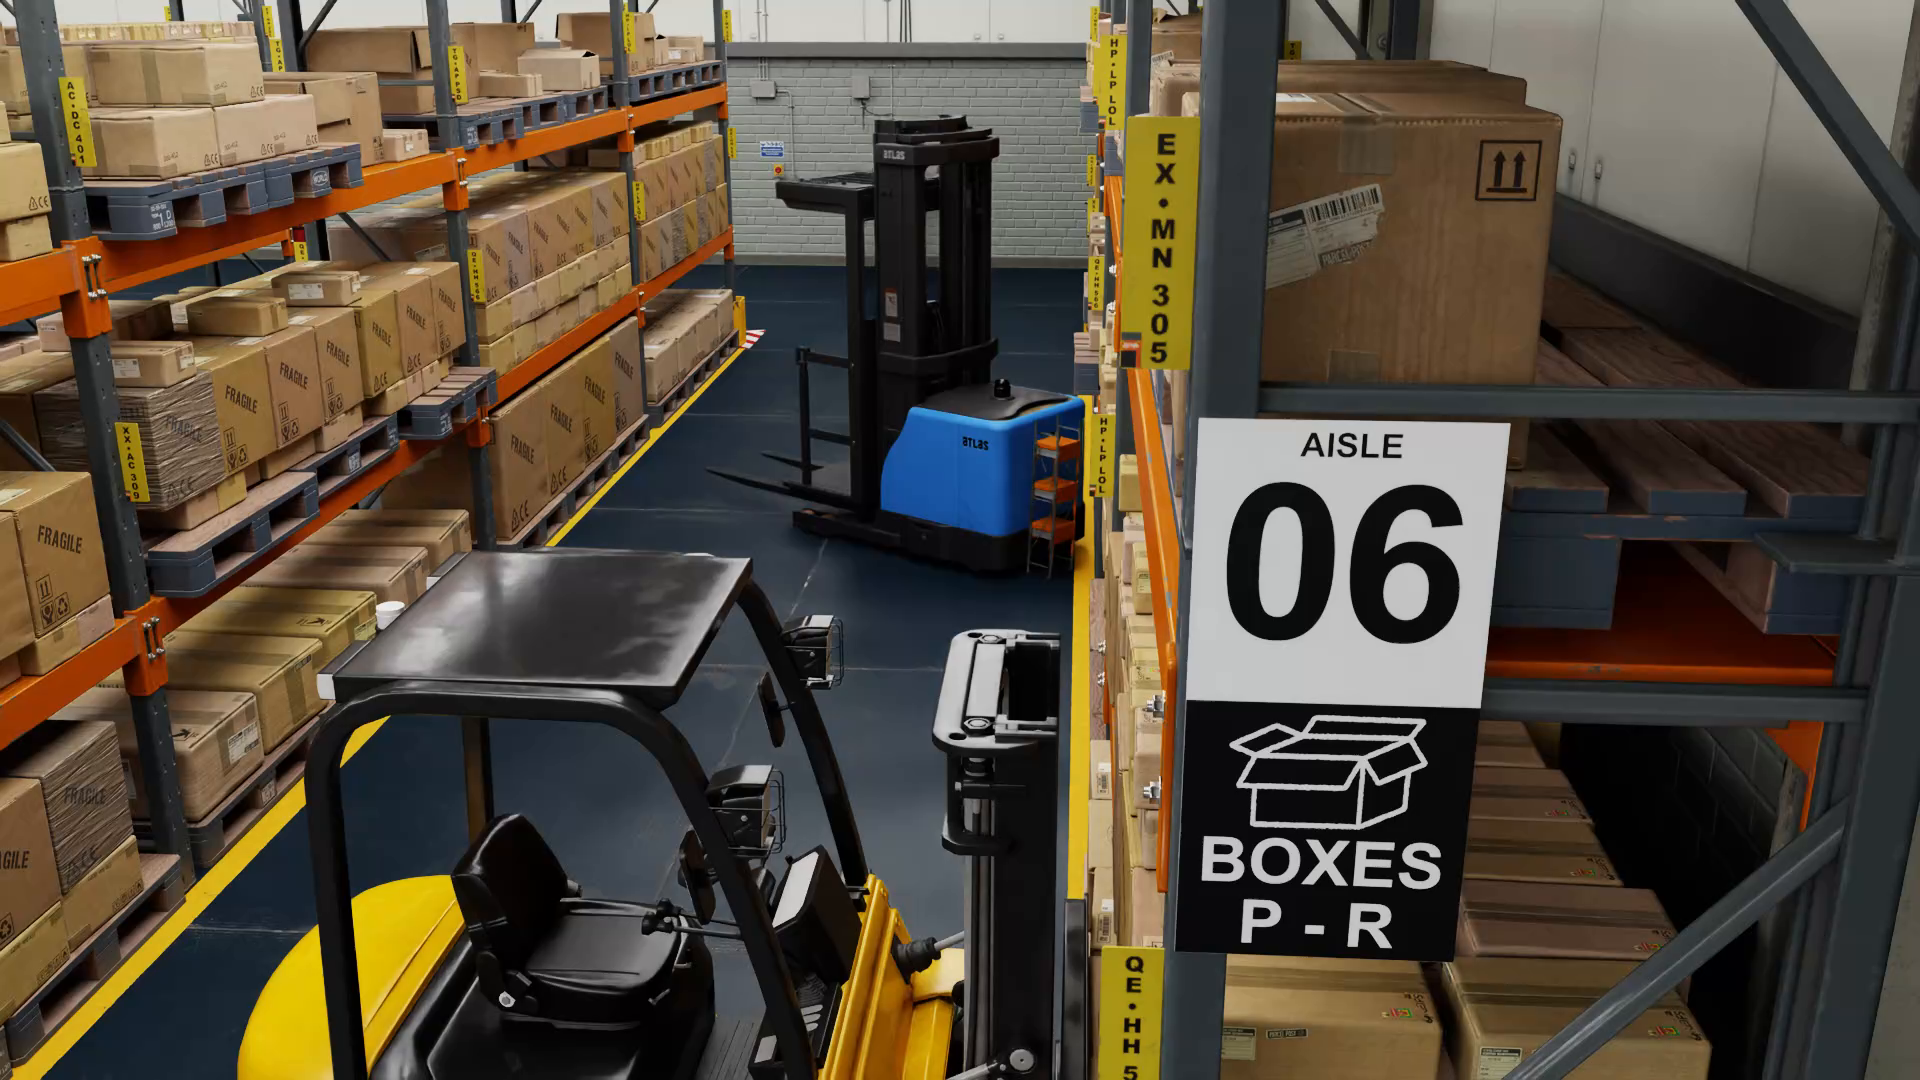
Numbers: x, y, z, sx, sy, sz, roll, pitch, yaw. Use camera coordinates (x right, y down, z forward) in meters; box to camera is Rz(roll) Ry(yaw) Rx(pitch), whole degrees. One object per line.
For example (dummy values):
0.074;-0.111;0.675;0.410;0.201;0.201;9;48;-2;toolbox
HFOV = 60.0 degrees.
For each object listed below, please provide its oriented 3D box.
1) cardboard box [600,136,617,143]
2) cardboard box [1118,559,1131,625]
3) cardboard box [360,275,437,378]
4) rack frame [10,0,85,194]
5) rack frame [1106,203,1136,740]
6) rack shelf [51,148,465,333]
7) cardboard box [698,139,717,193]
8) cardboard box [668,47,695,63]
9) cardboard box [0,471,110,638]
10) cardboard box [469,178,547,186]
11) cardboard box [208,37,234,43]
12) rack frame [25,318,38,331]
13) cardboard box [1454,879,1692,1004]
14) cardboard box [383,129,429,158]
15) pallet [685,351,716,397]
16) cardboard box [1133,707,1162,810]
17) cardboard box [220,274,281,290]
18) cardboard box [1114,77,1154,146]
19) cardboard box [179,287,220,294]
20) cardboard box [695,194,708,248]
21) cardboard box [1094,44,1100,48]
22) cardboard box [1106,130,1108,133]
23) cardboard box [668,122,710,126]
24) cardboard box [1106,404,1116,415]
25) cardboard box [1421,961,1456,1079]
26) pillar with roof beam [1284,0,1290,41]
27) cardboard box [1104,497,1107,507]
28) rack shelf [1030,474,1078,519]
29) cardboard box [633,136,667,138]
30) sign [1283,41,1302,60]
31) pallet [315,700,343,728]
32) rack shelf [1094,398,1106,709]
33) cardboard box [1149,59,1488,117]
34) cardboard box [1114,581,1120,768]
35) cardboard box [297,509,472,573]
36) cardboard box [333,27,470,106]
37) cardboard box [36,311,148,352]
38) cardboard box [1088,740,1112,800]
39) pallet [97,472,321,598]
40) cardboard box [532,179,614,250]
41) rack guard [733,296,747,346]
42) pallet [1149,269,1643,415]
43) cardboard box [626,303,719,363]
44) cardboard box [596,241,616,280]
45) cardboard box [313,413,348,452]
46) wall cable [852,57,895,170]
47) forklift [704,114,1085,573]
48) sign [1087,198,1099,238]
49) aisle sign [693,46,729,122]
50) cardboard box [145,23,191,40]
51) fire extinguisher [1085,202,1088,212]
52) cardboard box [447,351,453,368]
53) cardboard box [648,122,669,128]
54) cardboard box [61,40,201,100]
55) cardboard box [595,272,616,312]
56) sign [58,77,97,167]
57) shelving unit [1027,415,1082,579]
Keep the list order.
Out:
-3.429;-3.723;15.660;0.380;0.149;0.250;1;18;3;cardboard box
0.704;0.175;5.370;0.380;0.149;0.250;2;18;5;cardboard box
-3.357;-1.232;9.552;0.500;0.500;0.500;1;18;3;cardboard box
-3.862;-2.760;5.894;1.000;3.000;0.127;1;18;4;rack frame
1.089;0.201;6.494;1.000;3.000;0.127;1;18;4;rack frame
-3.719;-1.614;8.369;1.077;0.370;4.000;1;18;4;rack shelf
-2.807;-3.841;17.060;0.500;0.500;0.500;1;18;4;cardboard box
-2.894;-4.915;16.858;0.380;0.149;0.250;0;18;0;cardboard box
-3.646;0.046;6.328;0.500;0.500;0.500;1;18;3;cardboard box
-3.616;-2.627;13.358;0.500;0.500;0.500;1;18;4;cardboard box
-7.761;-4.999;16.983;0.500;0.250;0.500;1;18;2;cardboard box
-8.233;-2.473;14.652;1.000;3.000;0.127;1;18;4;rack frame
1.121;0.765;3.091;0.380;0.149;0.250;2;18;6;cardboard box
-3.388;-2.355;9.879;0.380;0.149;0.250;1;18;4;cardboard box
-3.071;-1.683;16.720;1.003;0.211;1.213;1;18;4;pallet
0.596;0.512;3.864;0.380;0.149;0.250;2;18;5;cardboard box
-3.869;-1.243;9.587;0.500;0.500;0.500;2;18;7;cardboard box
0.953;-1.898;7.390;0.500;0.311;0.500;1;18;2;cardboard box
-8.323;-2.687;18.256;0.380;0.149;0.250;0;18;1;cardboard box
-2.850;-3.212;16.749;0.500;0.500;0.500;2;18;6;cardboard box
1.203;-3.653;12.527;0.380;0.149;0.250;1;18;3;cardboard box
1.171;-2.561;10.344;0.500;0.250;0.500;1;18;2;cardboard box
-2.822;-4.272;17.334;0.380;0.149;0.250;2;18;5;cardboard box
0.849;-0.506;7.448;0.380;0.149;0.250;1;18;2;cardboard box
1.040;0.910;3.128;0.380;0.149;0.250;1;18;4;cardboard box
-1.682;-5.427;14.034;9.100;9.000;0.400;1;18;4;pillar with roof beam
0.899;-0.284;7.410;0.500;0.250;0.500;1;18;2;cardboard box
0.627;-0.278;11.096;0.215;0.259;0.240;16;22;36;rack shelf
-2.965;-3.715;15.634;0.380;0.149;0.250;1;18;4;cardboard box
1.929;-2.736;9.679;0.100;0.325;0.005;1;18;4;sign
-3.723;0.794;9.160;1.003;0.211;1.213;1;18;4;pallet
1.233;-0.079;8.501;1.077;0.370;4.000;1;18;4;rack shelf
0.844;-0.918;4.090;0.797;0.503;0.637;2;18;6;cardboard box
0.776;0.447;5.580;0.500;0.500;0.500;2;18;5;cardboard box
-3.626;0.073;10.428;0.950;0.372;0.625;0;18;0;cardboard box
-3.694;-3.136;11.023;0.700;0.500;0.500;0;18;1;cardboard box
-4.018;-0.968;7.707;0.380;0.149;0.250;1;18;2;cardboard box
0.742;0.976;6.264;0.500;0.250;0.500;1;18;3;cardboard box
-3.662;-0.052;7.573;1.003;0.211;1.213;1;18;4;pallet
-3.100;-2.611;13.308;0.500;0.500;0.500;2;18;5;cardboard box
-3.000;-2.456;18.614;1.175;0.500;0.348;1;18;4;rack guard
0.964;-0.539;4.077;1.003;0.211;1.213;1;18;4;pallet
-3.007;-2.126;17.035;0.875;0.438;0.875;2;18;5;cardboard box
-3.106;-2.262;13.448;0.500;0.250;0.500;2;18;5;cardboard box
-3.386;-0.558;8.538;0.380;0.149;0.250;2;18;6;cardboard box
-1.205;-5.843;23.305;0.588;1.984;0.122;1;18;4;wall cable
-0.591;-1.525;11.869;3.031;2.935;1.130;14;23;36;forklift
1.121;-2.705;13.971;0.100;0.325;0.005;1;18;4;sign
-2.687;-4.887;17.845;0.394;0.787;0.004;1;18;4;aisle sign
-7.800;-4.989;16.313;0.380;0.149;0.250;2;18;5;cardboard box
1.499;-3.368;18.109;0.296;0.674;0.183;1;18;4;fire extinguisher
-3.364;-1.124;10.267;0.380;0.149;0.250;2;18;6;cardboard box
-3.251;-4.280;17.359;0.380;0.149;0.250;2;18;5;cardboard box
-3.896;-2.201;7.768;0.500;0.250;0.500;2;18;5;cardboard box
-3.107;-2.019;13.509;0.500;0.250;0.500;1;18;3;cardboard box
-3.320;-1.570;6.251;0.100;0.325;0.005;1;18;4;sign
0.627;-0.288;11.093;0.215;1.050;0.252;16;22;36;shelving unit
